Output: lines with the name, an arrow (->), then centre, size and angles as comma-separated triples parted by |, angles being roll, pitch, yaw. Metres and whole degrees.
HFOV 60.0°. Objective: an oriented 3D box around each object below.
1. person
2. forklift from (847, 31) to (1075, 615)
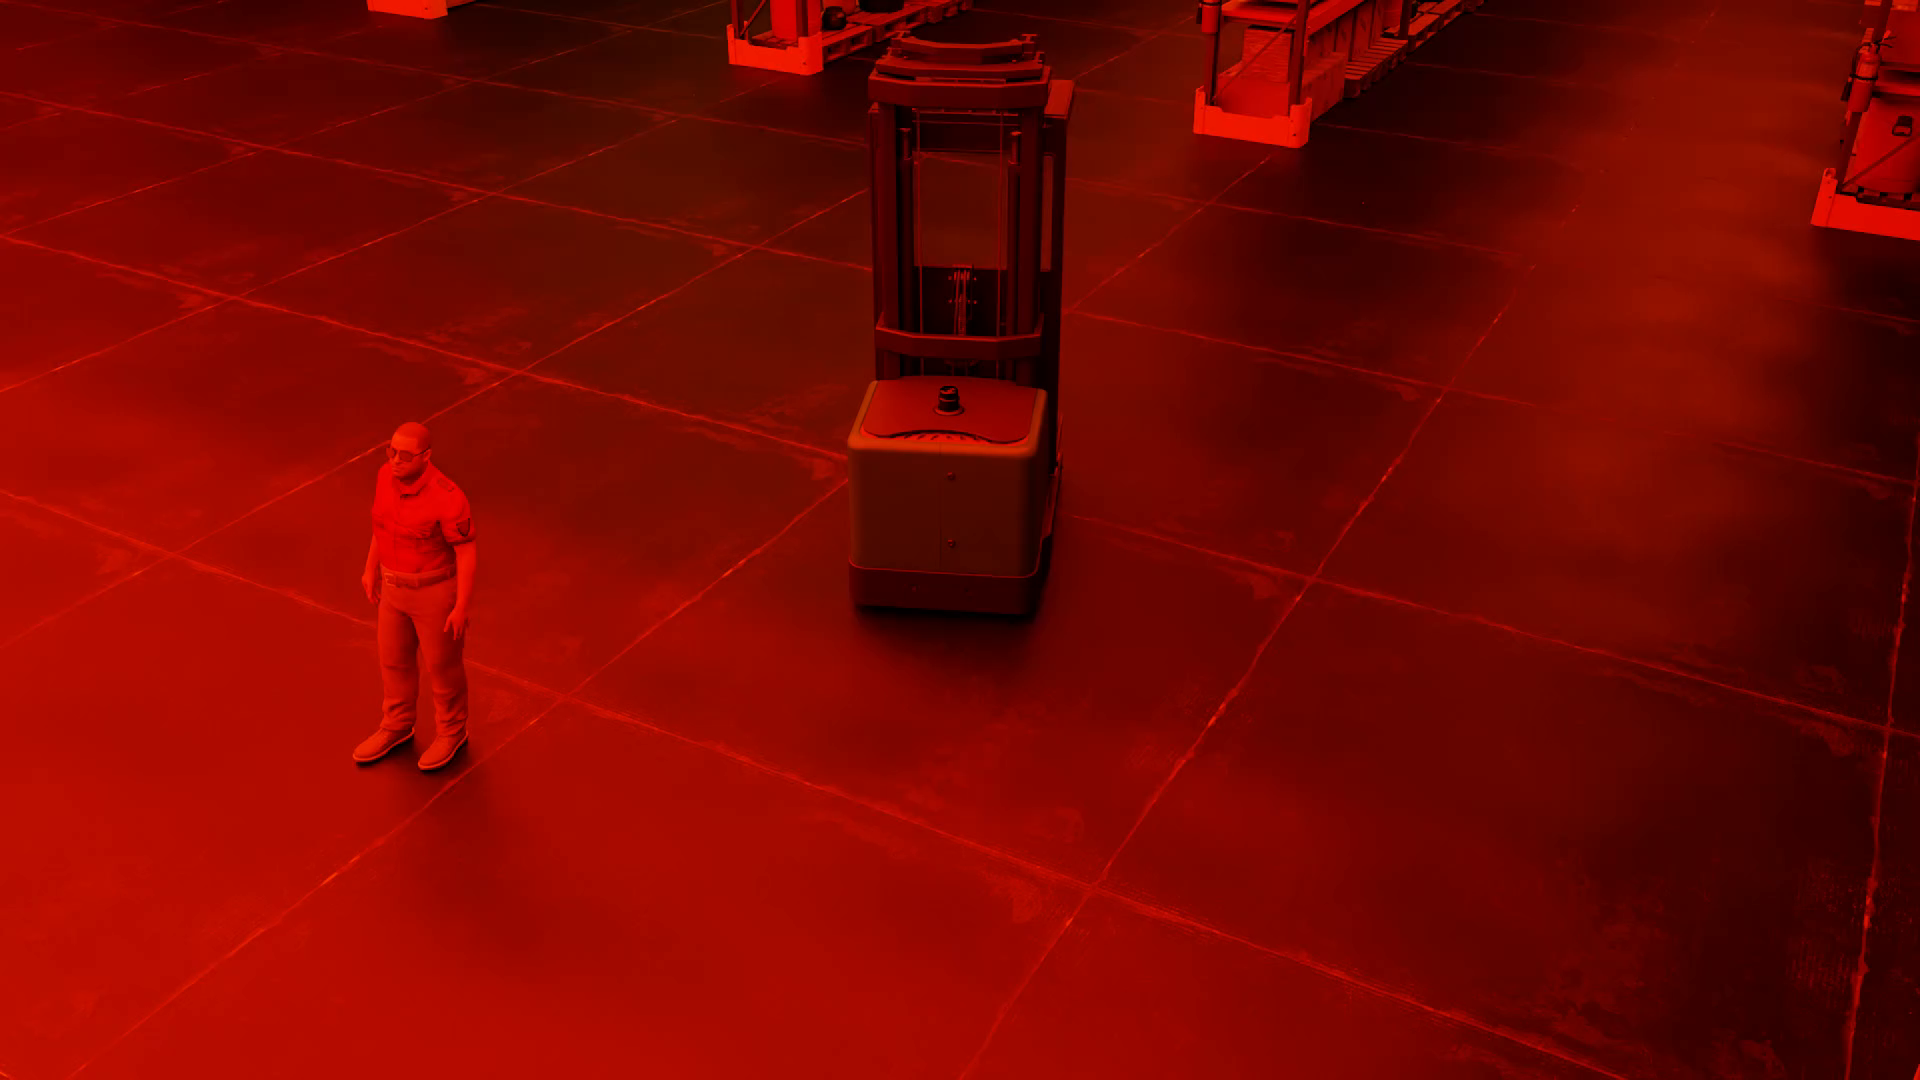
person -> -2.578, 0.285, 7.763 | 0.641, 1.727, 0.551 | 16, 33, 25
forklift -> 0.072, -1.572, 9.794 | 1.130, 2.935, 3.031 | 3, 30, 6
